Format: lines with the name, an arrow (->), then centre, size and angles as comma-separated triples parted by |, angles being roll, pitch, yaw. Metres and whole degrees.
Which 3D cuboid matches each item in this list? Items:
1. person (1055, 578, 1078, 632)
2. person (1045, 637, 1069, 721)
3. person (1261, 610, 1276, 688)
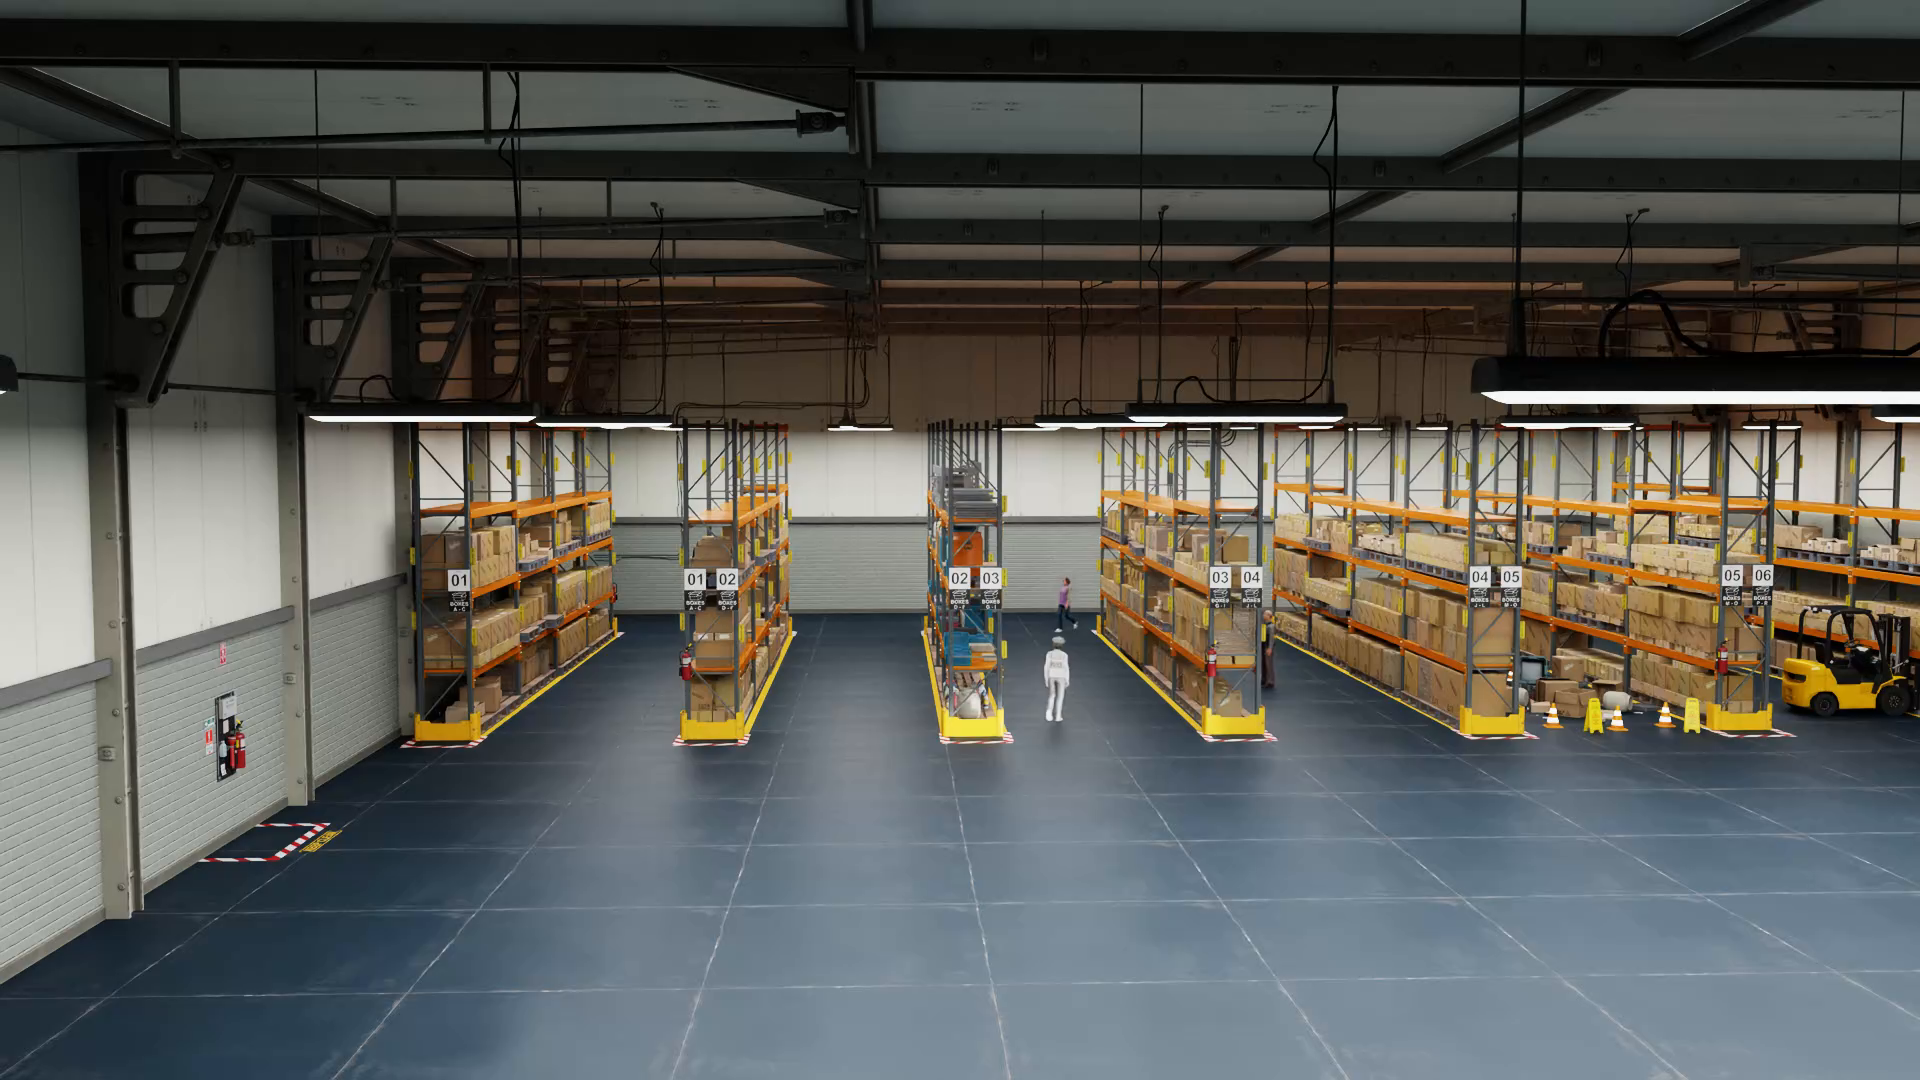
person -> 3.074, 1.863, 47.933 | 0.751, 1.569, 0.419 | -3, 5, -39
person -> 1.921, 2.756, 32.939 | 0.488, 1.685, 0.452 | 2, 4, 28
person -> 6.919, 2.450, 37.544 | 0.392, 1.727, 0.573 | -1, 4, -22
